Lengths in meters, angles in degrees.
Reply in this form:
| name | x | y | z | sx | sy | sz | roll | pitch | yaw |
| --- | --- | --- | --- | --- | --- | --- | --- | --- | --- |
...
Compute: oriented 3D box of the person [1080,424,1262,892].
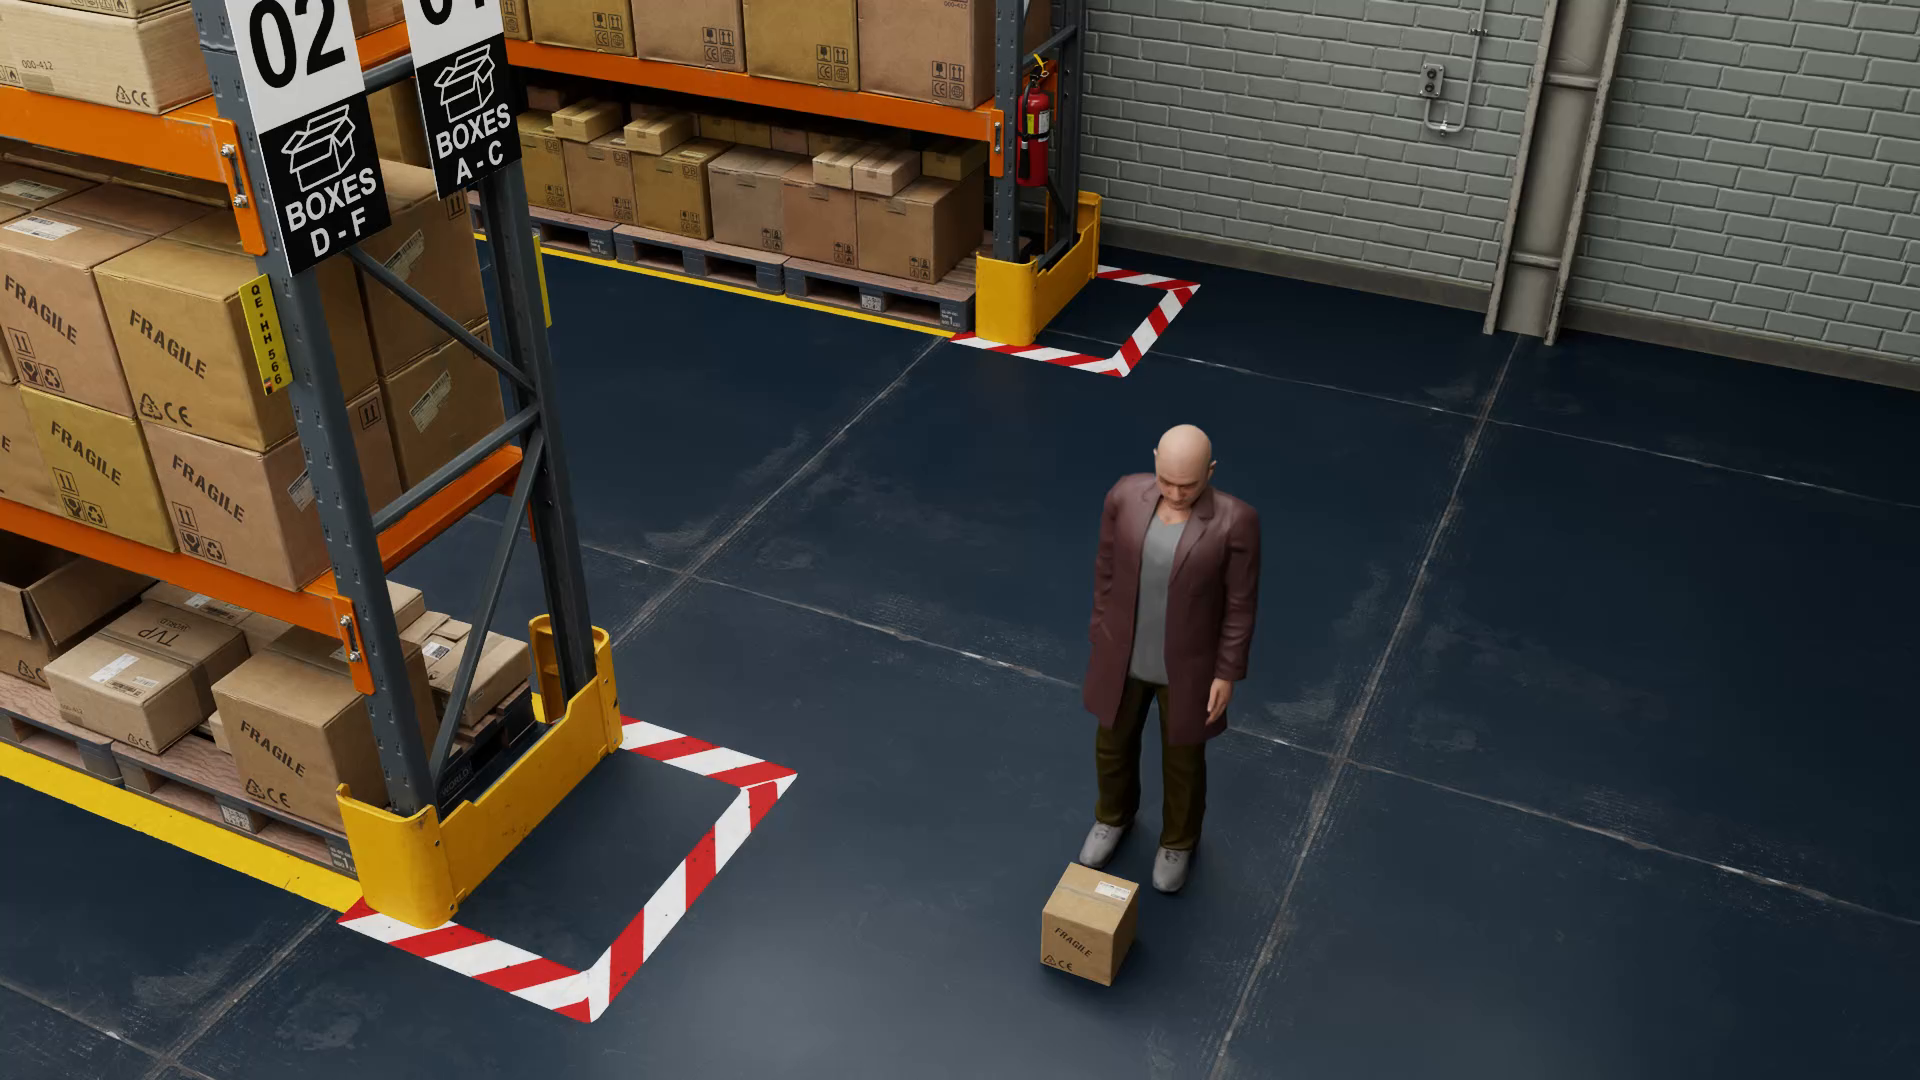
| name | x | y | z | sx | sy | sz | roll | pitch | yaw |
| --- | --- | --- | --- | --- | --- | --- | --- | --- | --- |
| person | 0.686 | 0.430 | 5.572 | 0.562 | 1.703 | 0.377 | 15 | 36 | 21 |
